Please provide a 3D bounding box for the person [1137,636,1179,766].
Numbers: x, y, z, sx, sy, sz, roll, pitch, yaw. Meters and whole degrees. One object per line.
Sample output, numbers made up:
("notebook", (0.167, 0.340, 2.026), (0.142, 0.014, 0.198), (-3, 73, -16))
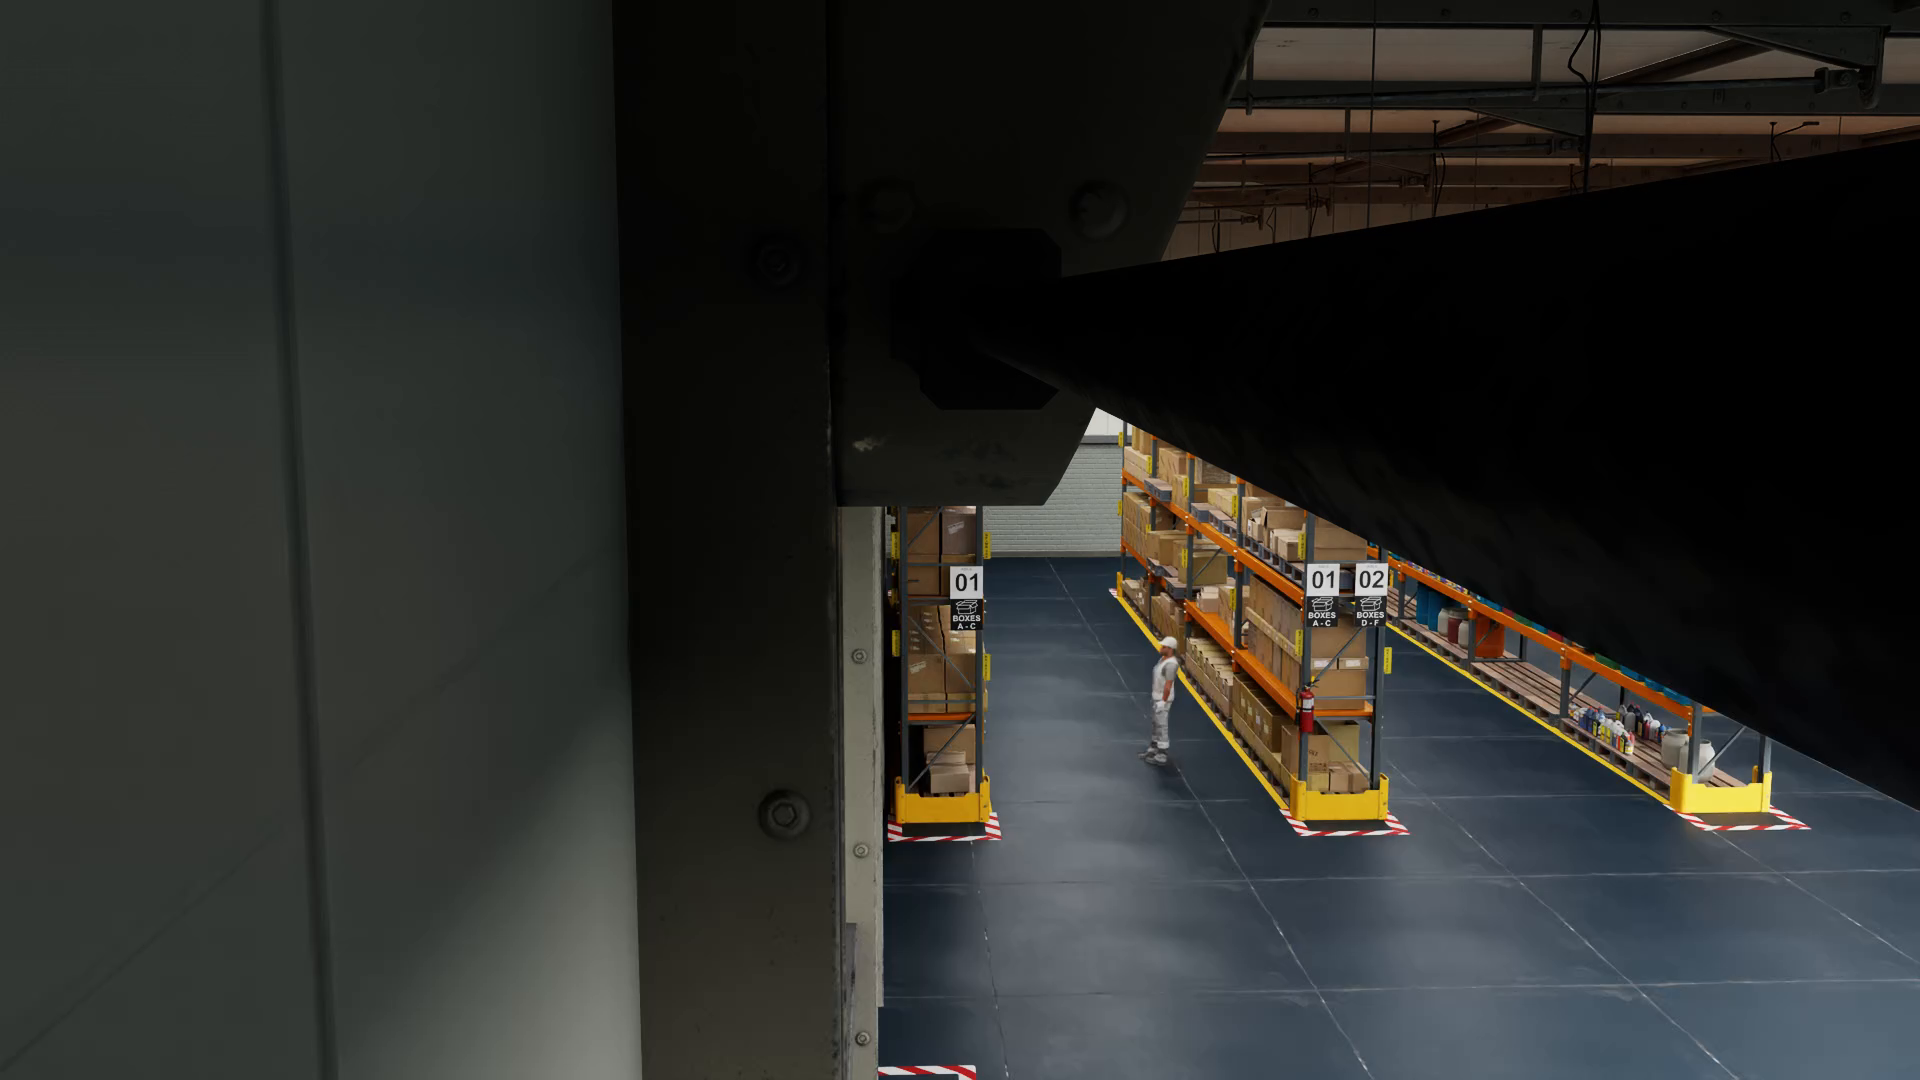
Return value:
("person", (2.741, 2.222, 23.021), (0.538, 1.793, 0.577), (1, 8, 4))
